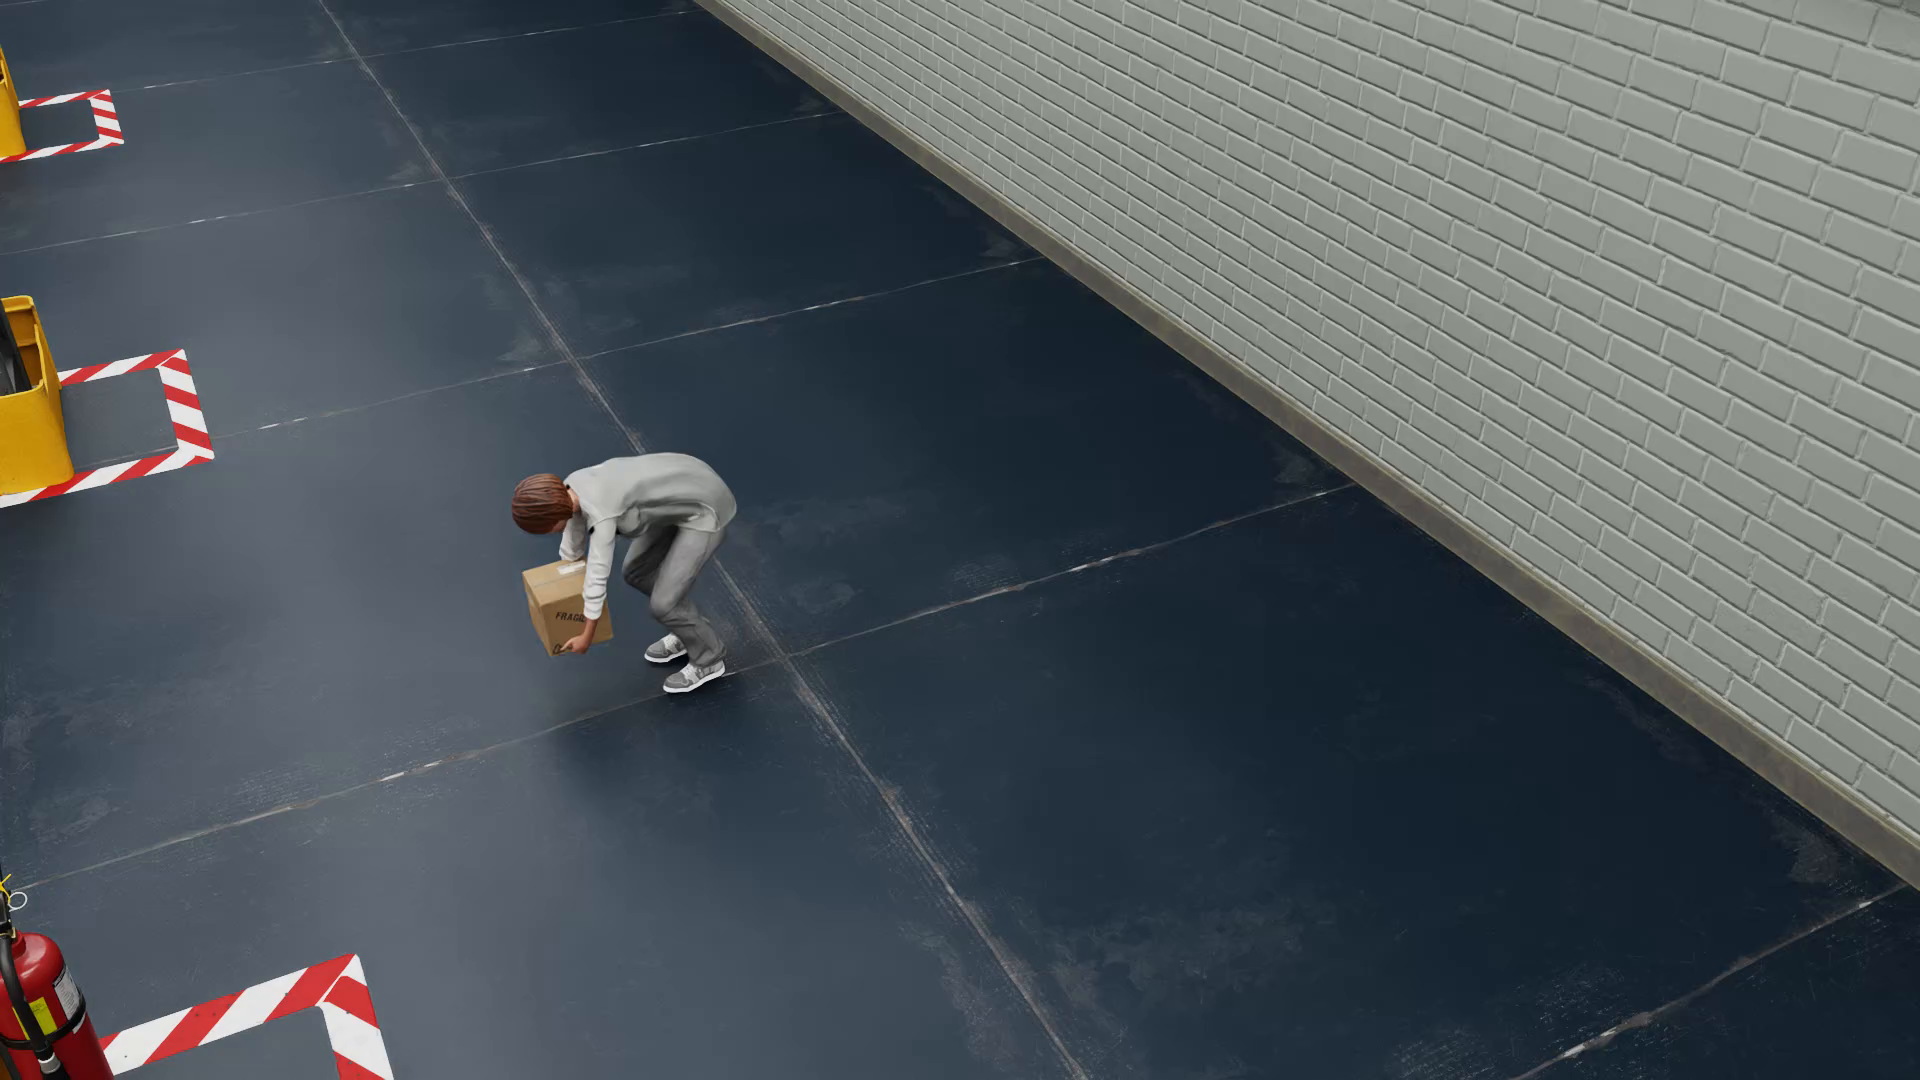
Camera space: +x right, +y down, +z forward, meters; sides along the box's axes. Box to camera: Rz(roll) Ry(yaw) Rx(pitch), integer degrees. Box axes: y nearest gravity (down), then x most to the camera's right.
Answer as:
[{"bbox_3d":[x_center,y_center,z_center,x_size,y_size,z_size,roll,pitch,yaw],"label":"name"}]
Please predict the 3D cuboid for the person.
[{"bbox_3d":[-1.264,0.136,6.453,0.853,1.037,0.411,-18,37,-25],"label":"person"}]
